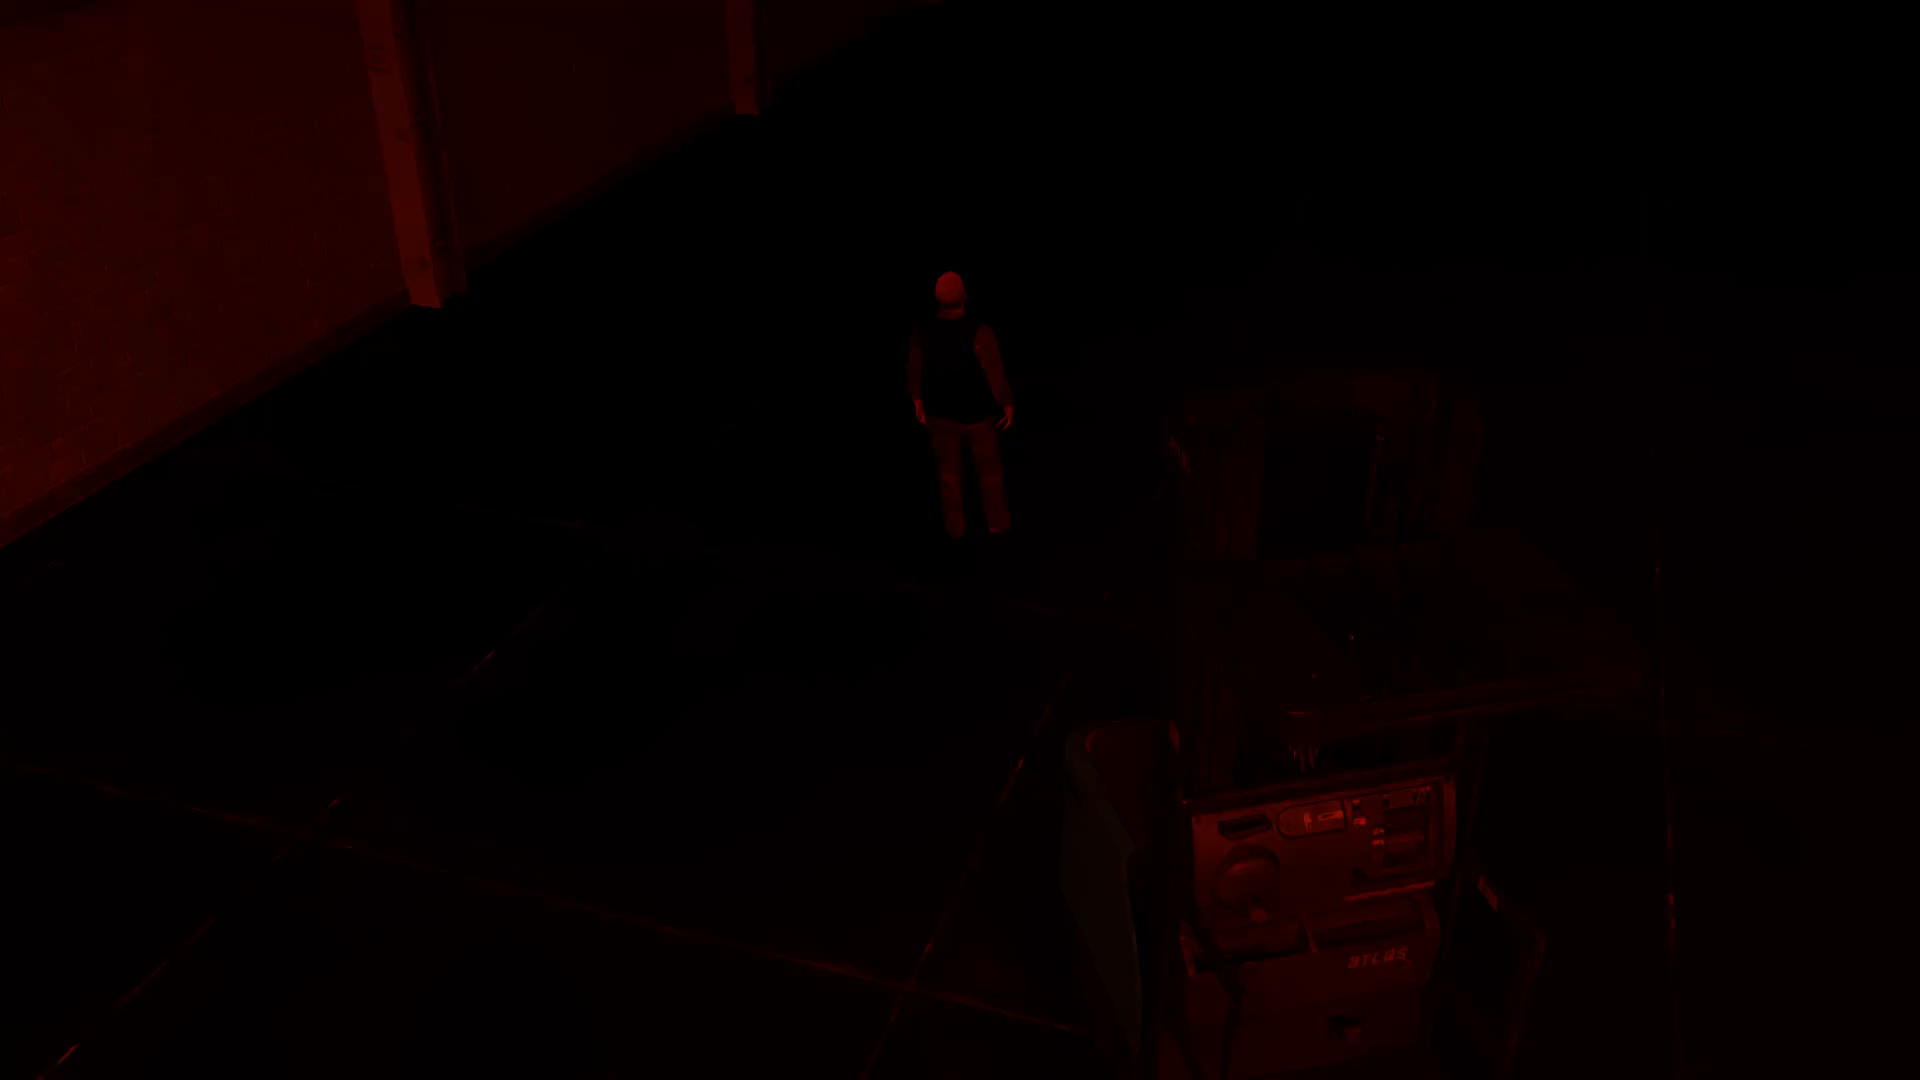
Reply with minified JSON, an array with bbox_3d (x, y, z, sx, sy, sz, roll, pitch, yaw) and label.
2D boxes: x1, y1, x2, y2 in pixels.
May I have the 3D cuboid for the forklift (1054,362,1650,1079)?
[{"bbox_3d":[1.253,1.054,5.287,1.130,2.935,3.031,-7,30,-12],"label":"forklift"}]

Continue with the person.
[{"bbox_3d":[0.028,-0.782,9.715,0.632,1.720,0.567,10,31,16],"label":"person"}]
